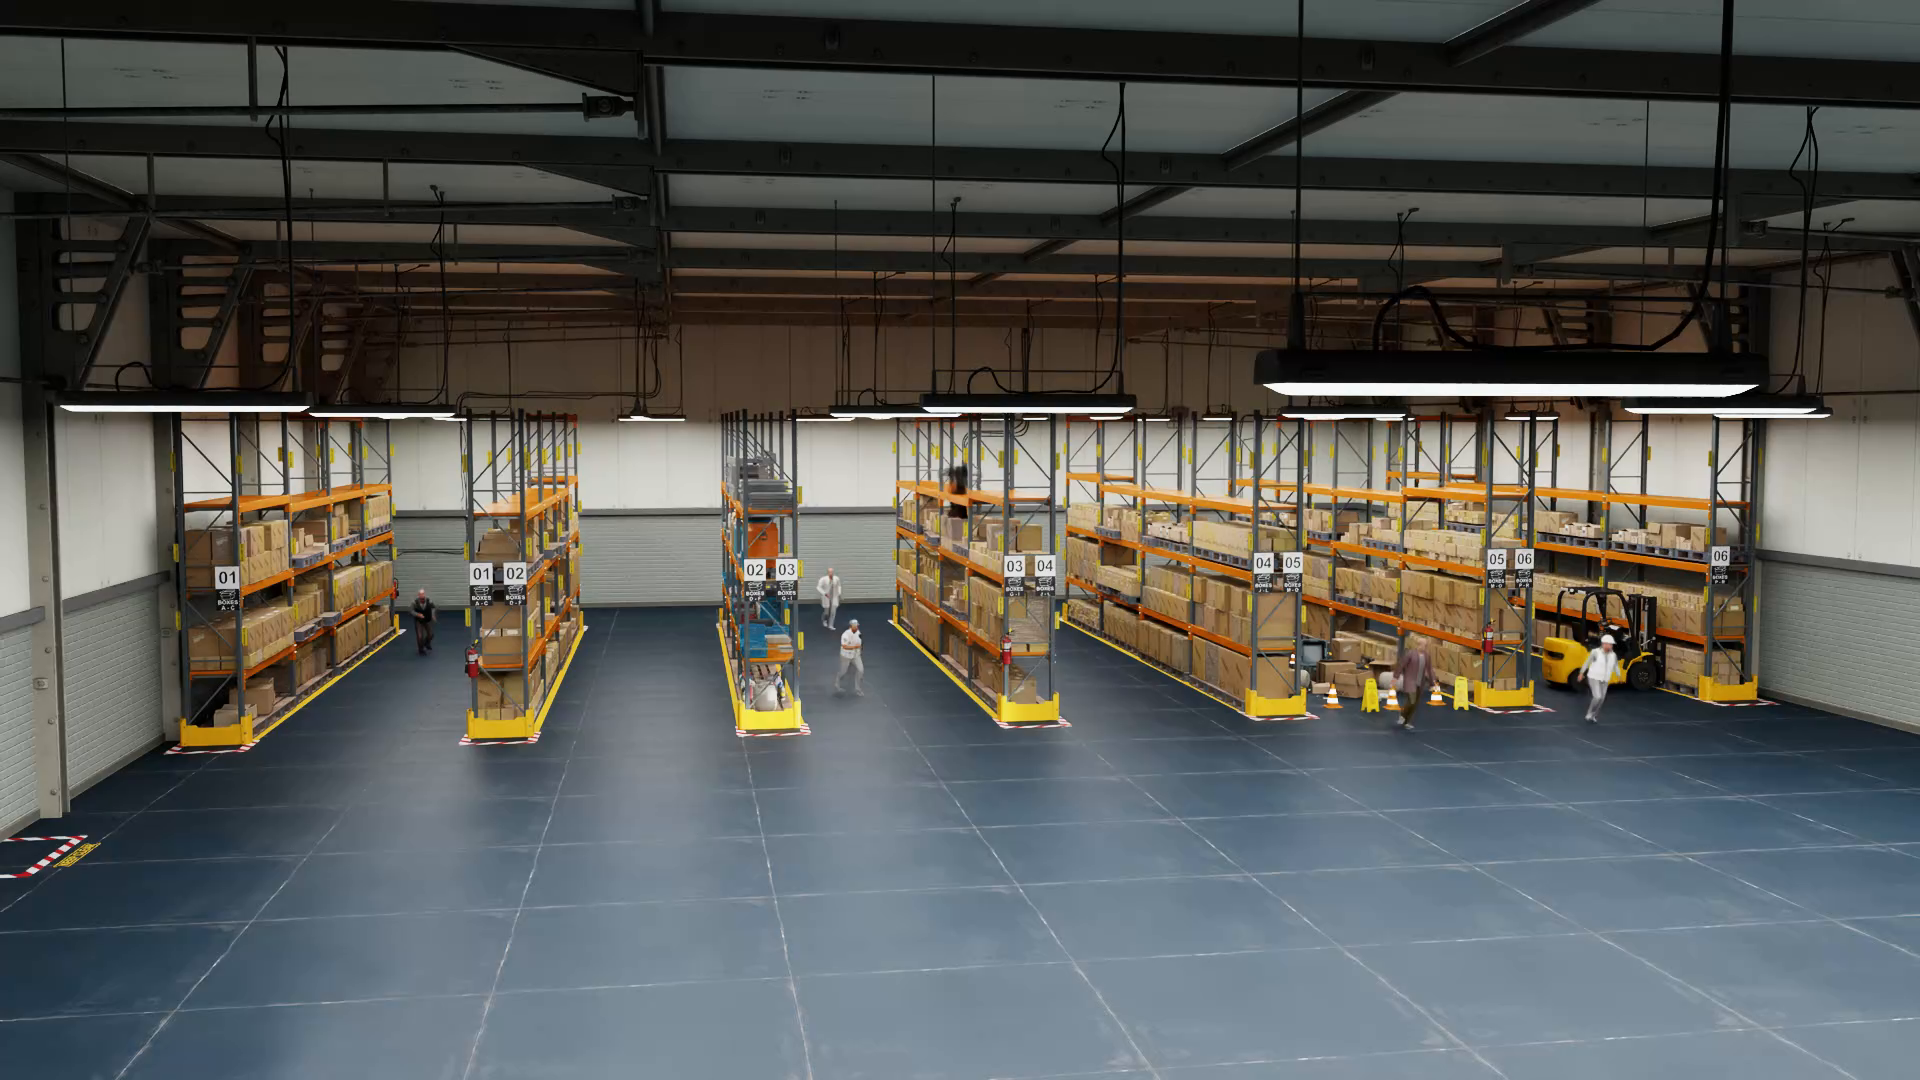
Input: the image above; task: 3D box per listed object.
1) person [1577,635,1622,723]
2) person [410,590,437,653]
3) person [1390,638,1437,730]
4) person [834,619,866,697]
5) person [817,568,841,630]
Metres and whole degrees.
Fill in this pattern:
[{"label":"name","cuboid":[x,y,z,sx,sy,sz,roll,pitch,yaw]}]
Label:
[{"label":"person","cuboid":[12.219,2.649,31.692,0.645,1.721,0.718,-1,4,-15]},{"label":"person","cuboid":[-13.352,2.035,41.381,0.653,1.613,0.782,-2,4,-25]},{"label":"person","cuboid":[8.519,2.687,31.125,0.698,1.742,0.682,-2,4,-27]},{"label":"person","cuboid":[-2.316,2.475,35.057,0.602,1.645,0.946,-3,5,-36]},{"label":"person","cuboid":[-3.655,1.635,46.402,0.714,1.730,0.822,-1,4,-19]}]
